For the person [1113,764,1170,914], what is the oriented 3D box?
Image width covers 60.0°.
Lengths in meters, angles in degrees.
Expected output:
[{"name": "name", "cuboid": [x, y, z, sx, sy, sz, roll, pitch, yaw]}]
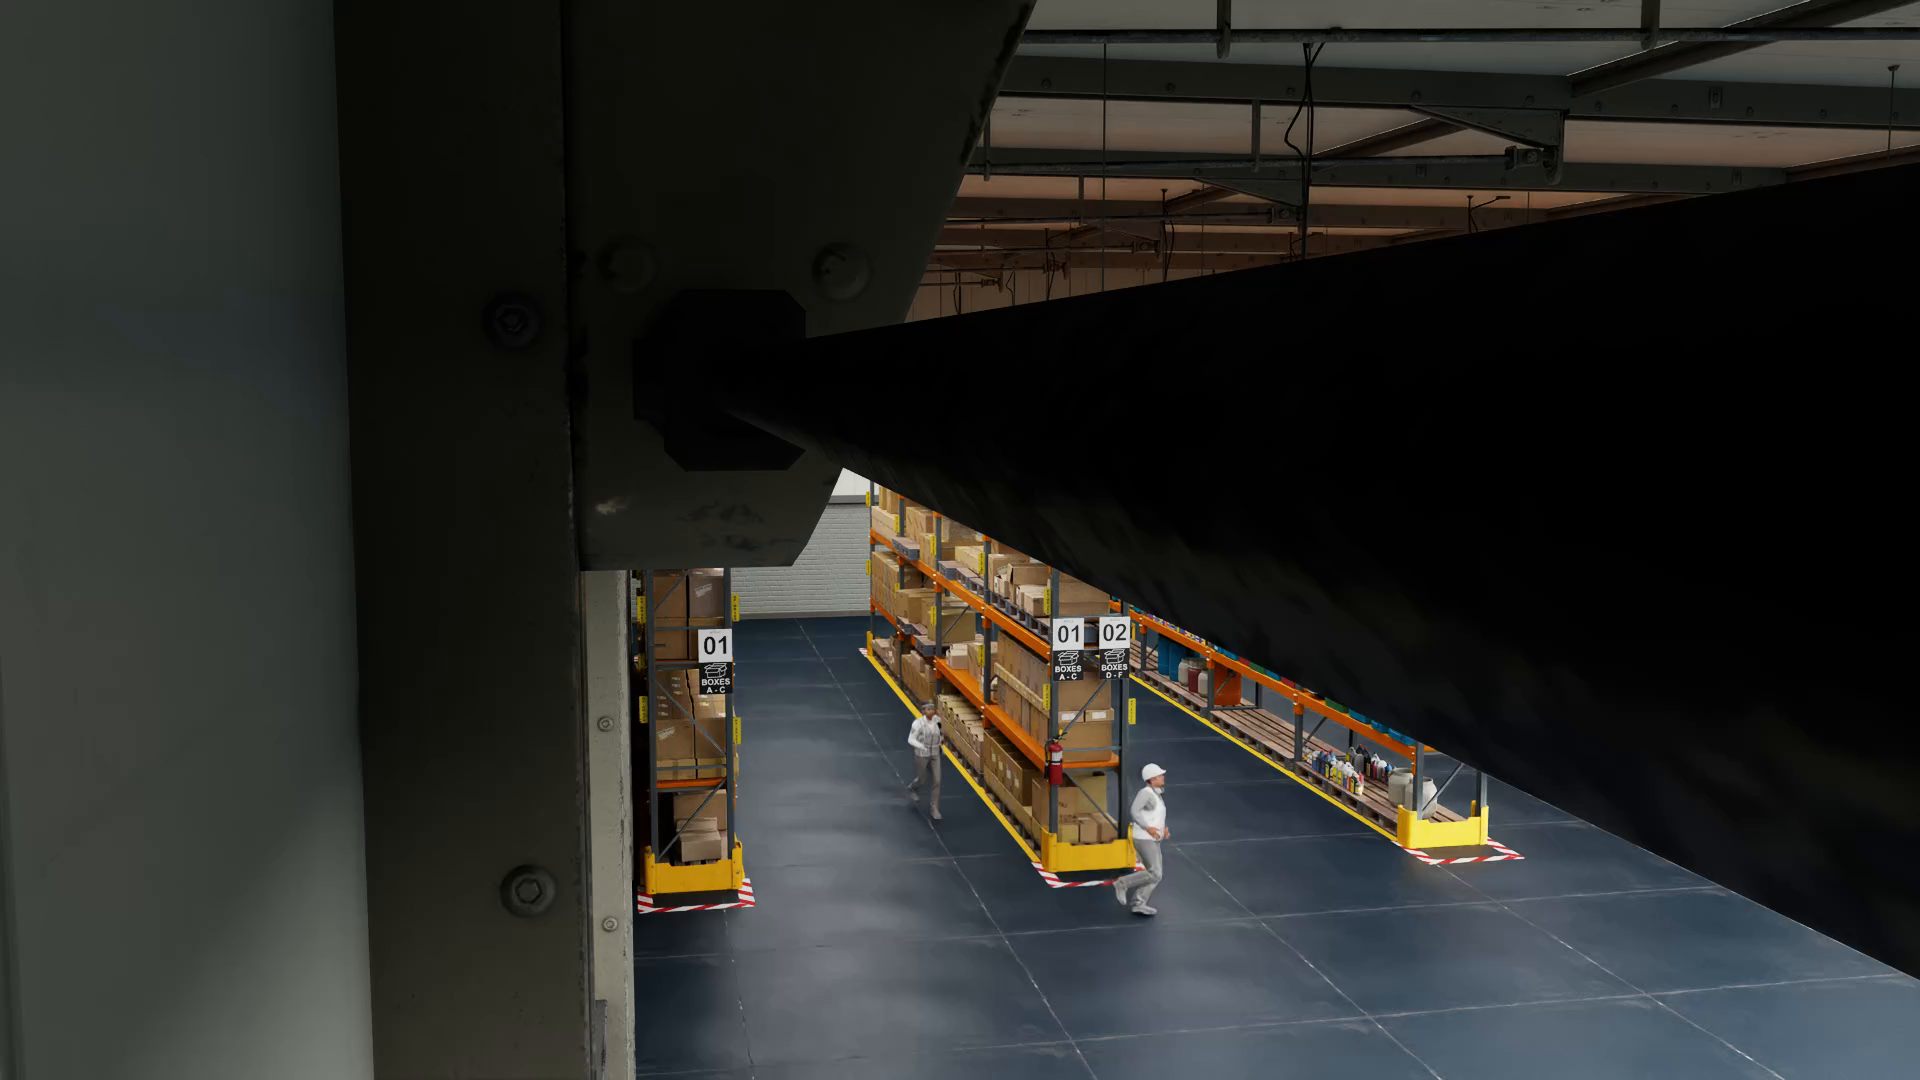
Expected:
[{"name": "person", "cuboid": [2.150, 3.467, 19.467, 0.594, 1.687, 0.717, 2, 6, 20]}]

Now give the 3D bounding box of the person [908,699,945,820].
[{"name": "person", "cuboid": [-0.472, 3.042, 23.524, 0.600, 1.681, 0.892, -3, 6, -23]}]
